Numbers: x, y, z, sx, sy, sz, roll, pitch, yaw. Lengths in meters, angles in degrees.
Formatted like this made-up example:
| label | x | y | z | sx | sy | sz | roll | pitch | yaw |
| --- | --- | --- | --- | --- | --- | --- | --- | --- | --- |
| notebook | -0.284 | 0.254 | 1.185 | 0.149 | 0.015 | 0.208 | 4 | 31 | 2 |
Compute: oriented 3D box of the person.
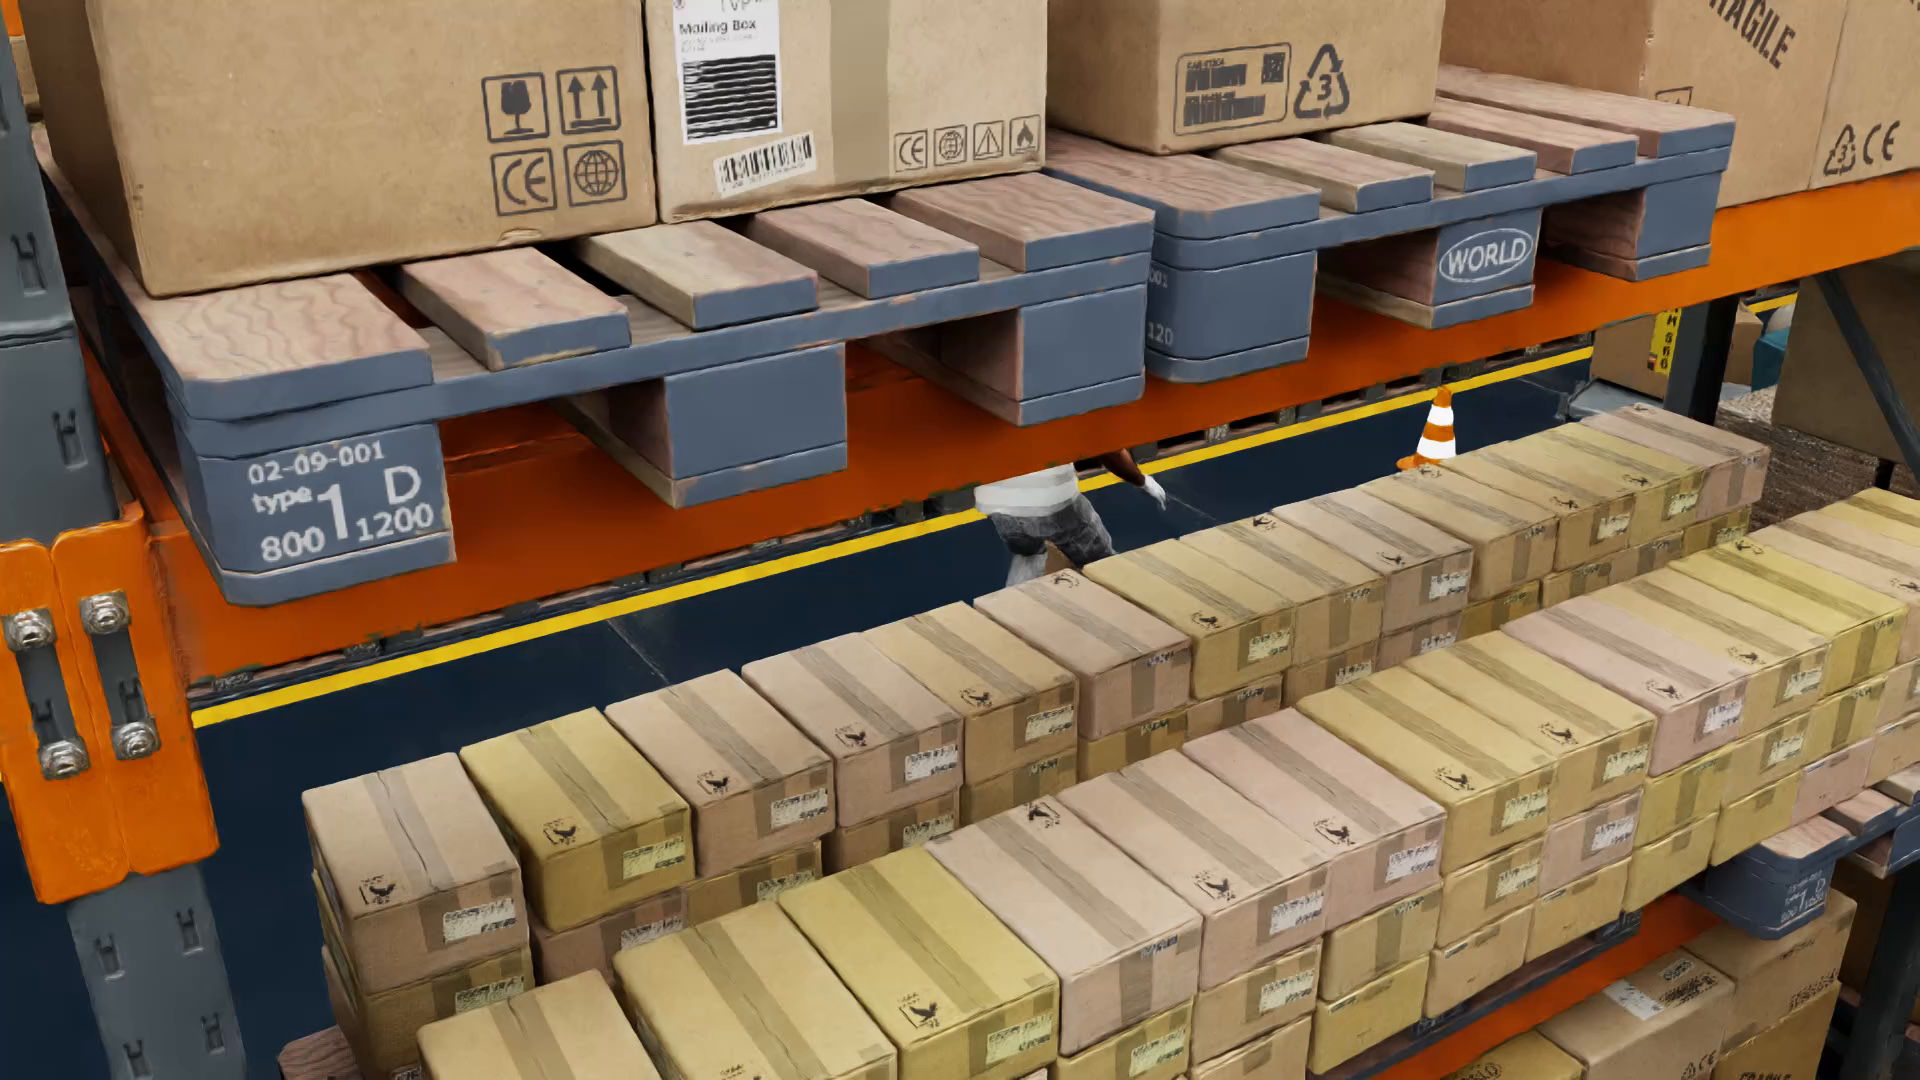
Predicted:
| label | x | y | z | sx | sy | sz | roll | pitch | yaw |
| --- | --- | --- | --- | --- | --- | --- | --- | --- | --- |
| person | 0.357 | -0.218 | 6.671 | 0.840 | 1.693 | 0.506 | 14 | 28 | 28 |
